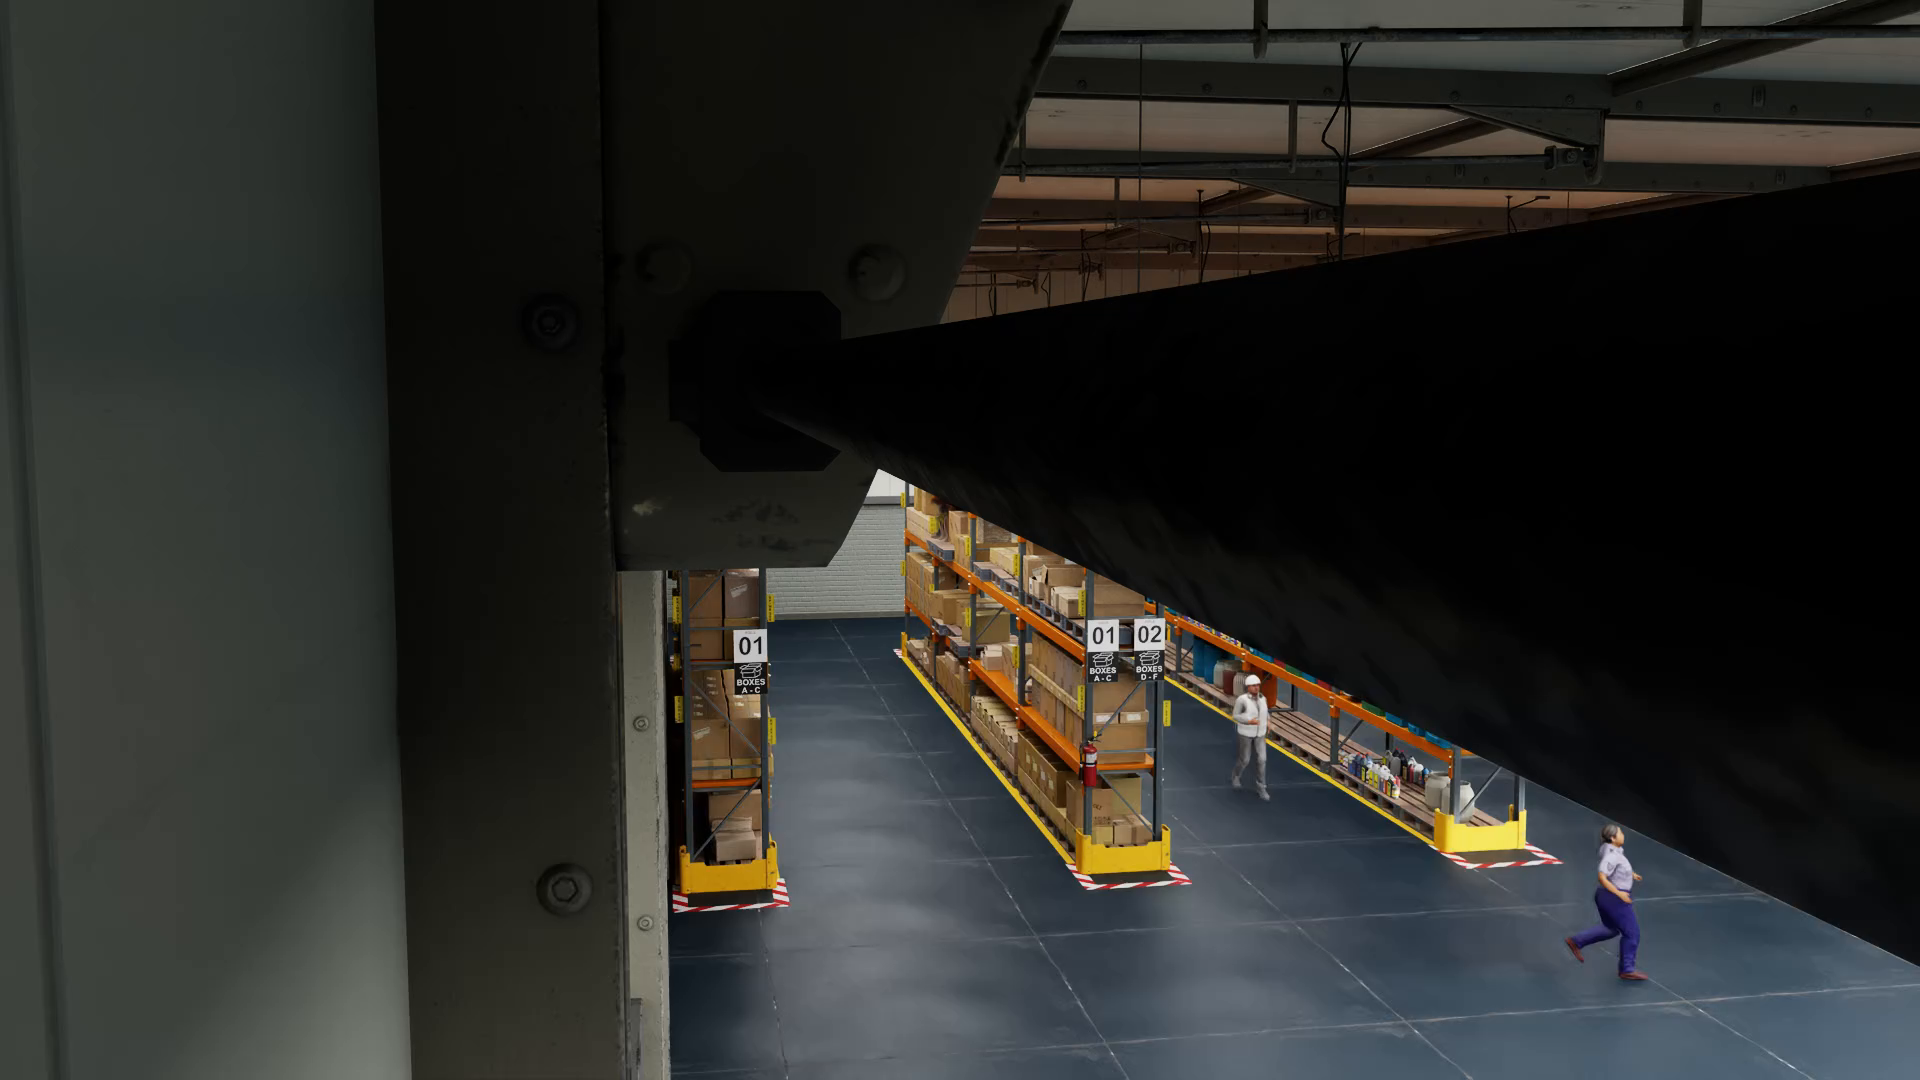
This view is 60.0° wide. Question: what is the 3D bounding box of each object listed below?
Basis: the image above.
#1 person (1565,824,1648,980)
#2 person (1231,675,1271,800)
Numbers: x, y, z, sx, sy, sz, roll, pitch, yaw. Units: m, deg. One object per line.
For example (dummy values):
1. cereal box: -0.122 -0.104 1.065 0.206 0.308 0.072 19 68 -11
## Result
1. person: 6.746 3.739 17.269 0.813 1.612 0.620 1 6 11
2. person: 4.317 2.895 24.655 0.674 1.825 0.816 -2 6 -18
